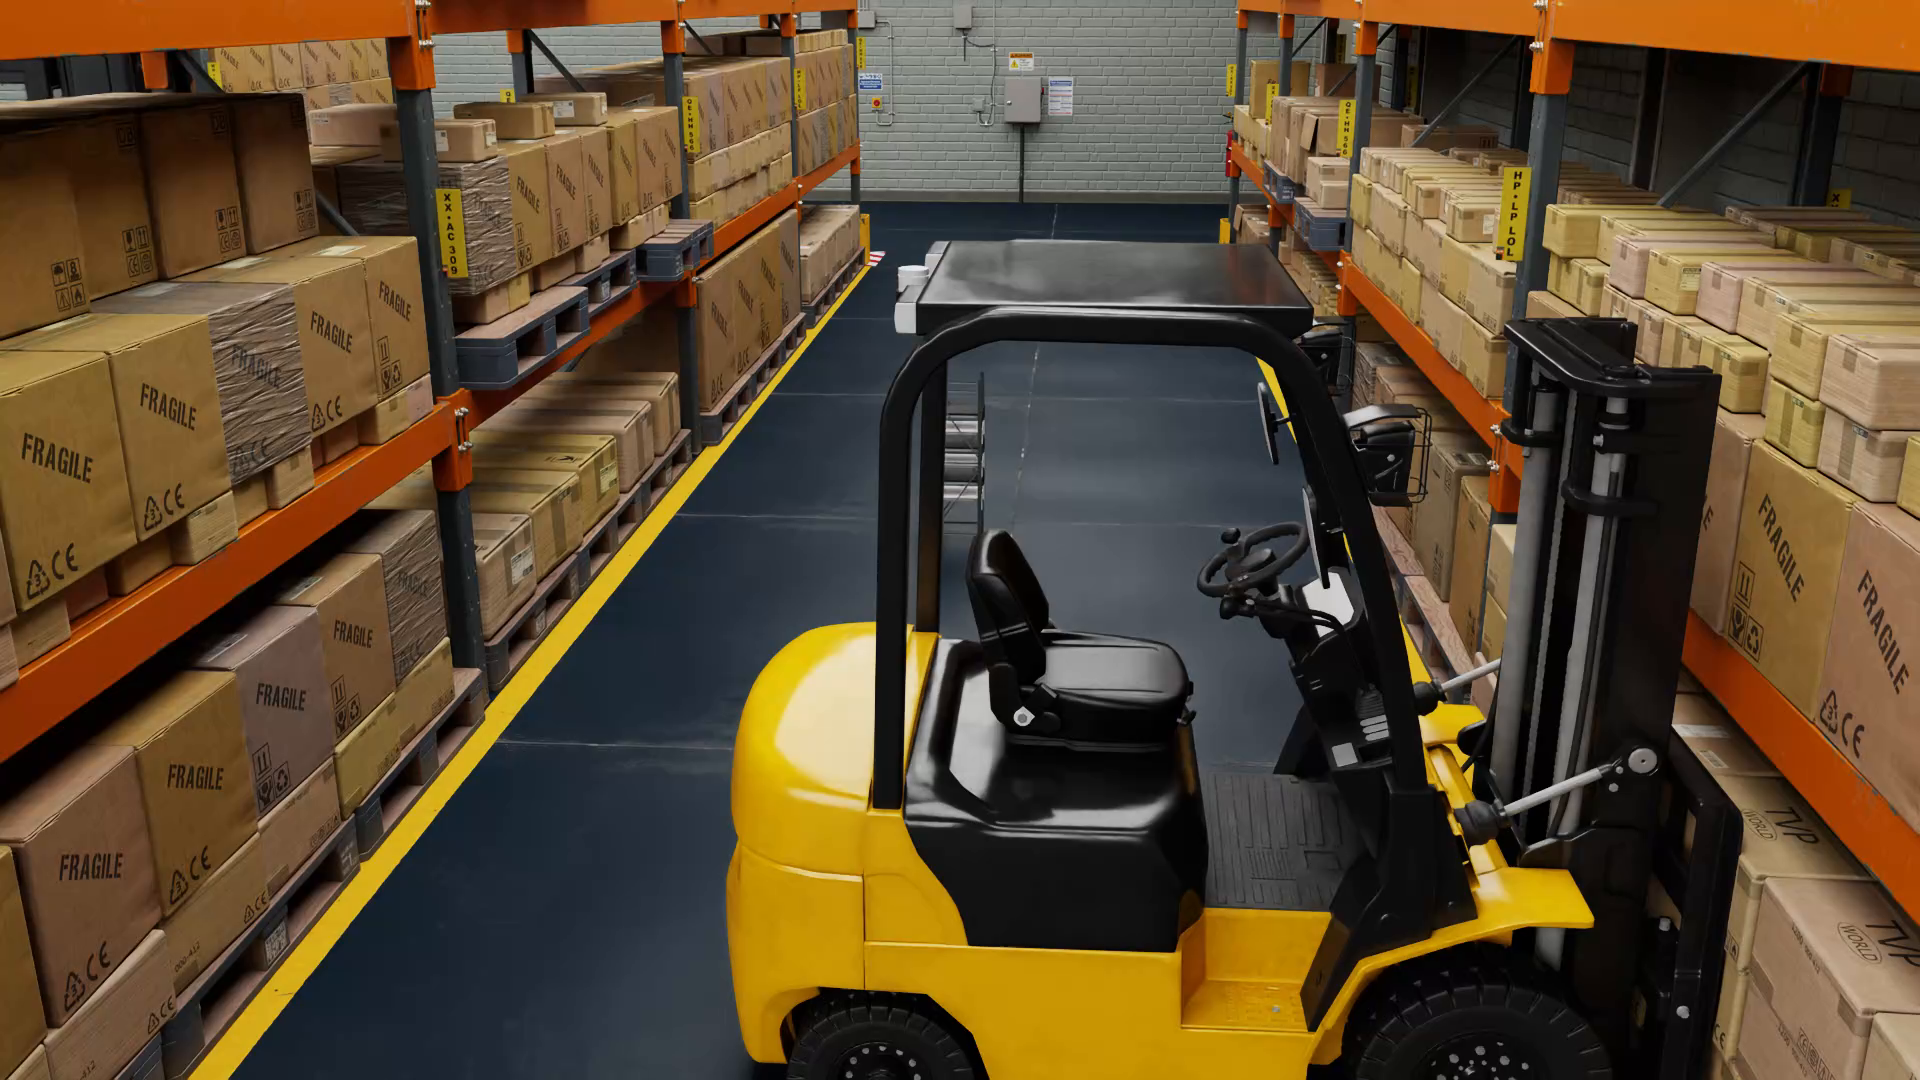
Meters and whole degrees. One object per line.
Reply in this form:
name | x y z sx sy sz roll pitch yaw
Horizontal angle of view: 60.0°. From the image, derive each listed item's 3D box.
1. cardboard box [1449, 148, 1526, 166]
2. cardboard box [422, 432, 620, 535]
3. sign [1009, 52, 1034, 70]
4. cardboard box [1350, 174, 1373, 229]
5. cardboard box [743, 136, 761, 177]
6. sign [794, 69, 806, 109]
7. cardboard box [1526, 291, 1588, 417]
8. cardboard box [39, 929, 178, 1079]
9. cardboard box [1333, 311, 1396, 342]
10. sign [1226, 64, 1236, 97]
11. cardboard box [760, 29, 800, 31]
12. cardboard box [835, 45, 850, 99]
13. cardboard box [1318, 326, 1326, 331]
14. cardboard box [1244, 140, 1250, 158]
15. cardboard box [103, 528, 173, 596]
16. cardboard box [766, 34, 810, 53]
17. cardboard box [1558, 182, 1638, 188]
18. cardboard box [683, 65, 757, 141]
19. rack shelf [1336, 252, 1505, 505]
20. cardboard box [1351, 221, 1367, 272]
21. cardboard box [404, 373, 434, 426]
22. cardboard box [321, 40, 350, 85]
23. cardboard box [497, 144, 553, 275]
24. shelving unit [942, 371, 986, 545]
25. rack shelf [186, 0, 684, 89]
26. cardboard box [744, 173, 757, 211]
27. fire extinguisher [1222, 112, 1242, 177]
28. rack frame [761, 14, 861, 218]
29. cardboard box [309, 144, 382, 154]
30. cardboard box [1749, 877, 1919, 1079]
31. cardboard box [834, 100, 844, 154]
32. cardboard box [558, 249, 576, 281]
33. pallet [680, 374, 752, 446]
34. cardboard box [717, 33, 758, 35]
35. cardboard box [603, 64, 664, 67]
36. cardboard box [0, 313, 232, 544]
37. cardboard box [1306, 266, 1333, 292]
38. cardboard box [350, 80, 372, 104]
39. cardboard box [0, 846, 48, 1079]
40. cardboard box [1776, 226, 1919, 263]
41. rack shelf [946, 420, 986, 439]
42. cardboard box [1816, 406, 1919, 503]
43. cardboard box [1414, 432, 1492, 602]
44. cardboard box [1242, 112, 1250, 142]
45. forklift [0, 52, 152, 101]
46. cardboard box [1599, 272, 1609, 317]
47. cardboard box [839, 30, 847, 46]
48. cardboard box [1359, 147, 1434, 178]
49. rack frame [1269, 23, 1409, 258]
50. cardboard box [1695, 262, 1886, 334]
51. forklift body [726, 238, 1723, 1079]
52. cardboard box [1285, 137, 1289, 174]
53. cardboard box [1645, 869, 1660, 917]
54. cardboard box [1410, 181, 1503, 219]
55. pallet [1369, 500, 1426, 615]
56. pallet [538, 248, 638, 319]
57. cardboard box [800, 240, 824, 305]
cardboard box | 2.974 -2.126 9.392 0.380 0.149 0.250 2 18 6
cardboard box | -2.311 -0.296 8.556 0.950 0.372 0.625 2 18 6
sign | 0.843 -6.588 22.884 0.339 0.242 0.001 1 18 4
cardboard box | 2.495 -1.910 9.374 0.500 0.250 0.500 1 18 4
cardboard box | -1.738 -2.776 12.015 0.500 0.250 0.500 2 18 5
sign | -1.327 -3.731 13.761 0.100 0.325 0.005 1 18 4
cardboard box | 2.216 -0.549 5.621 0.500 0.500 0.500 1 18 2
cardboard box | -2.352 1.204 4.174 0.500 0.250 0.500 2 18 6
cardboard box | 2.578 -1.355 10.539 0.380 0.149 0.250 0 18 1
sign | 2.828 -4.784 17.315 0.100 0.325 0.005 1 18 4
cardboard box | -1.832 -5.114 16.905 0.380 0.149 0.250 2 18 5
cardboard box | -1.388 -4.675 16.606 0.500 0.500 0.500 1 18 4
cardboard box | 2.657 -1.179 11.043 0.500 0.500 0.500 1 18 3
cardboard box | 2.930 -3.746 15.942 0.380 0.149 0.250 1 18 2
cardboard box | -2.338 0.035 4.403 0.380 0.149 0.250 1 18 2
cardboard box | -1.530 -4.387 14.686 0.380 0.149 0.250 1 18 4
cardboard box | 2.903 -1.566 7.683 0.380 0.149 0.250 1 18 4
cardboard box | -1.759 -3.127 11.883 0.500 0.500 0.500 2 18 5
rack shelf | 2.652 -0.913 8.047 1.077 0.370 4.000 1 18 4
cardboard box | 2.520 -1.672 9.450 0.500 0.250 0.500 1 18 4
cardboard box | -2.162 -0.517 6.087 0.380 0.149 0.250 1 18 3
cardboard box | -6.376 -4.746 16.347 0.500 0.500 0.500 2 18 7
cardboard box | -2.088 -1.426 7.146 0.500 0.500 0.500 1 18 4
shelving unit | 0.001 -0.430 8.791 0.258 0.900 0.210 1 18 4
rack shelf | -2.299 -2.448 7.914 1.077 0.370 4.000 1 18 4
cardboard box | -1.775 -2.537 12.088 0.500 0.250 0.500 1 18 4
fire extinguisher | 2.918 -4.202 17.654 0.296 0.674 0.183 1 18 4
rack frame | -1.582 -4.470 17.748 1.000 3.000 0.127 1 18 4
cardboard box | -2.604 -1.434 7.170 0.500 0.500 0.500 1 18 4
cardboard box | 1.974 0.932 3.397 0.500 0.250 0.500 2 18 5
cardboard box | -1.431 -4.046 16.294 0.500 0.500 0.500 2 18 6
cardboard box | -2.037 -1.311 7.835 0.380 0.149 0.250 1 18 4
pallet | -2.024 -0.903 11.341 1.003 0.211 1.213 1 18 4
cardboard box | -2.027 -4.476 14.957 0.380 0.149 0.250 1 18 3
cardboard box | -2.265 -3.145 11.938 0.500 0.500 0.500 1 18 3
cardboard box | -2.321 -0.308 4.407 0.500 0.500 0.500 1 18 3
cardboard box | 2.760 -1.926 12.281 0.380 0.149 0.250 2 18 6
cardboard box | -6.345 -4.433 16.996 0.500 0.500 0.500 1 18 3
cardboard box | -2.395 0.998 3.597 0.500 0.500 0.500 1 18 2
cardboard box | 2.722 -0.865 5.066 0.380 0.149 0.250 1 18 3
rack shelf | 0.001 -0.570 8.745 0.258 0.077 0.200 1 18 4
cardboard box | 2.037 -0.181 3.455 0.380 0.149 0.250 1 18 2
cardboard box | 2.598 -0.108 7.574 0.875 0.625 0.625 1 18 3
cardboard box | 2.999 -3.982 16.020 0.500 0.250 0.500 1 18 3
forklift | -5.421 -1.840 9.831 3.031 2.935 1.130 -4 18 -11
cardboard box | 2.215 -0.734 5.144 0.380 0.149 0.250 1 18 4
cardboard box | -1.337 -5.024 16.629 0.380 0.149 0.250 1 18 3
cardboard box | 2.479 -2.139 9.432 0.380 0.149 0.250 2 18 6
rack frame | 3.082 -3.118 13.622 1.000 3.000 0.127 1 18 4
cardboard box | 2.176 -0.636 4.368 0.380 0.149 0.250 1 18 4
forklift body | 0.538 0.383 4.301 2.313 2.155 1.214 1 18 4
cardboard box | 2.600 -2.831 12.287 0.396 0.266 0.258 2 18 7
cardboard box | 2.047 0.849 4.455 0.500 0.250 0.500 1 18 4
cardboard box | 2.315 -1.582 7.731 0.380 0.149 0.250 1 18 2
pallet | 2.607 0.082 8.334 1.003 0.211 1.213 1 18 4
pallet | -2.257 -1.279 8.316 1.003 0.211 1.213 1 18 4
cardboard box | -1.717 -2.402 14.878 0.875 0.438 0.875 1 18 3
